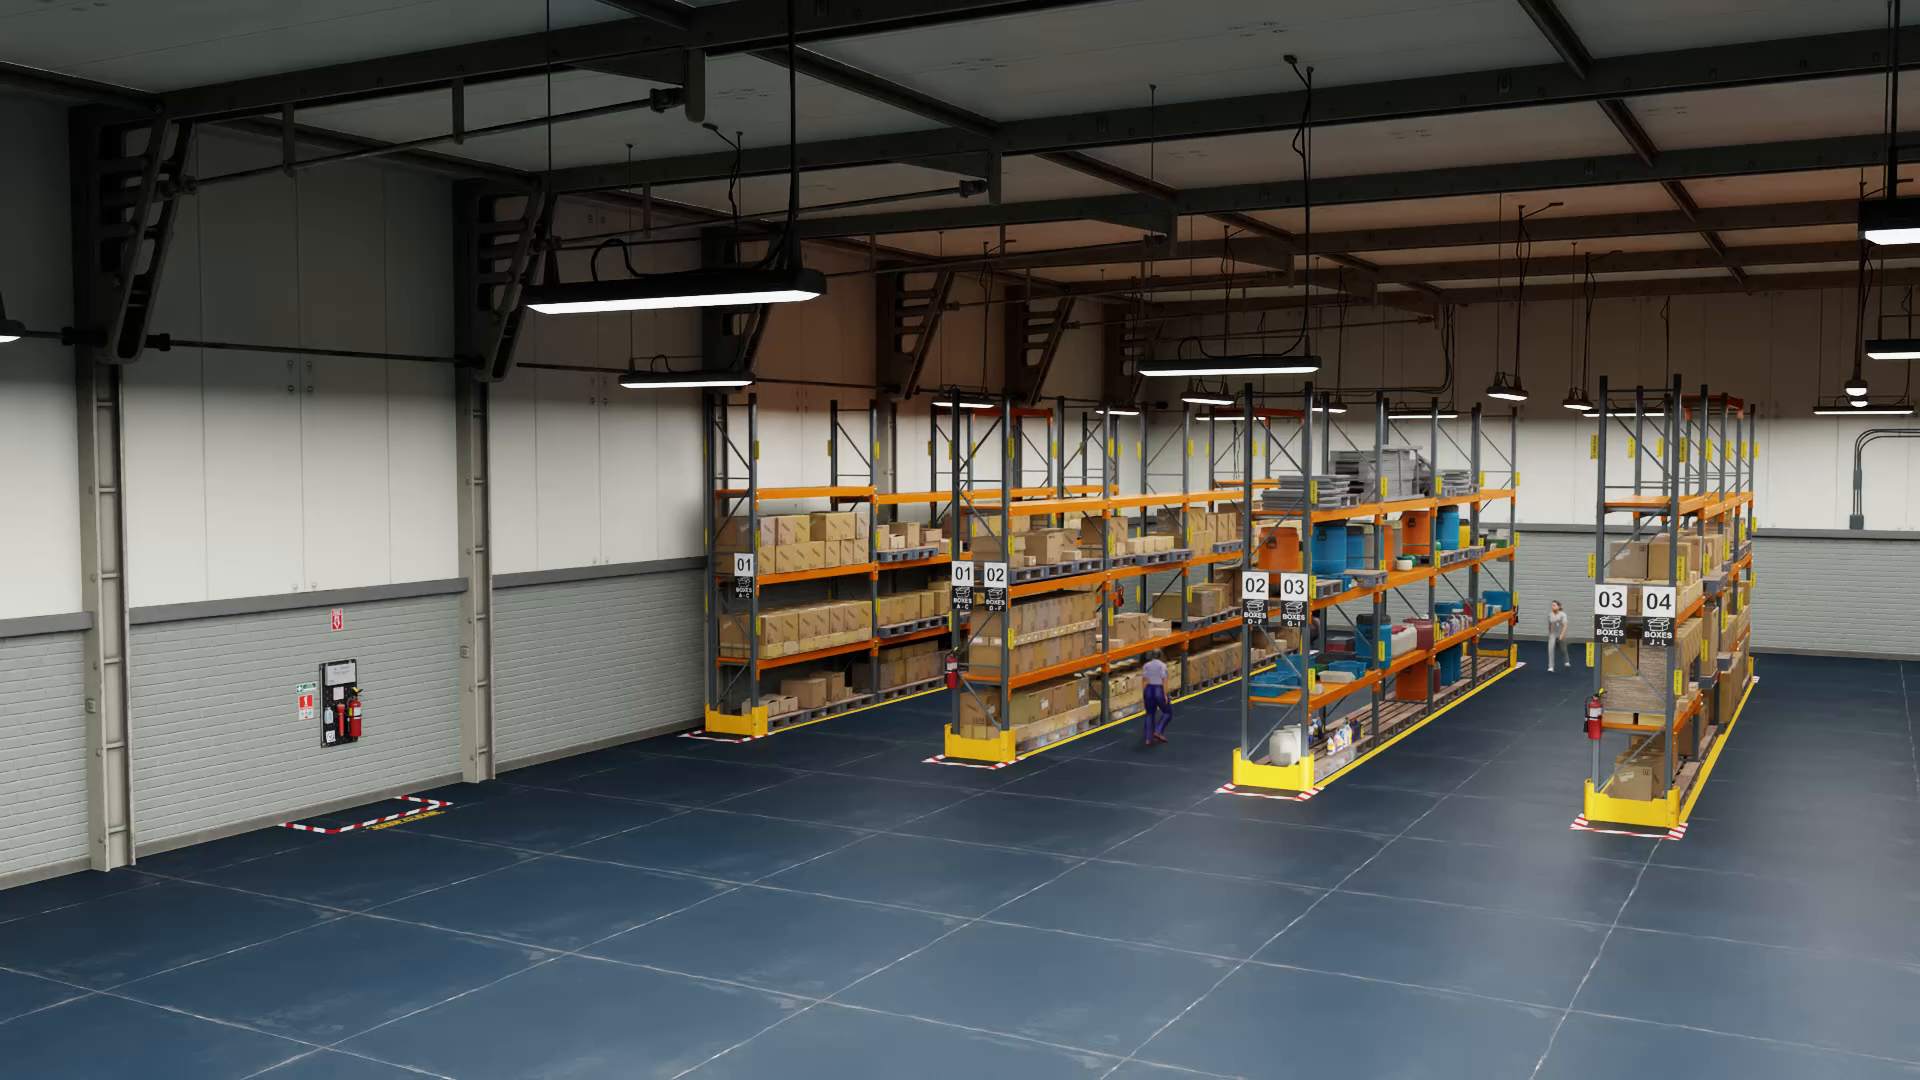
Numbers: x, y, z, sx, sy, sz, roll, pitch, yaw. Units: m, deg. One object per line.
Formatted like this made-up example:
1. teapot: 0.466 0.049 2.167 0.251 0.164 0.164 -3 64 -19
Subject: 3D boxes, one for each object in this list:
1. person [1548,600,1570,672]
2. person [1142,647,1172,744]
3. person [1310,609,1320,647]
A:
1. person: 13.545 2.157 37.632 0.451 1.593 1.127 2 4 33
2. person: 3.332 2.647 28.284 0.522 1.636 0.457 3 4 40
3. person: 9.001 1.941 41.834 0.526 1.609 1.034 -2 4 -29
